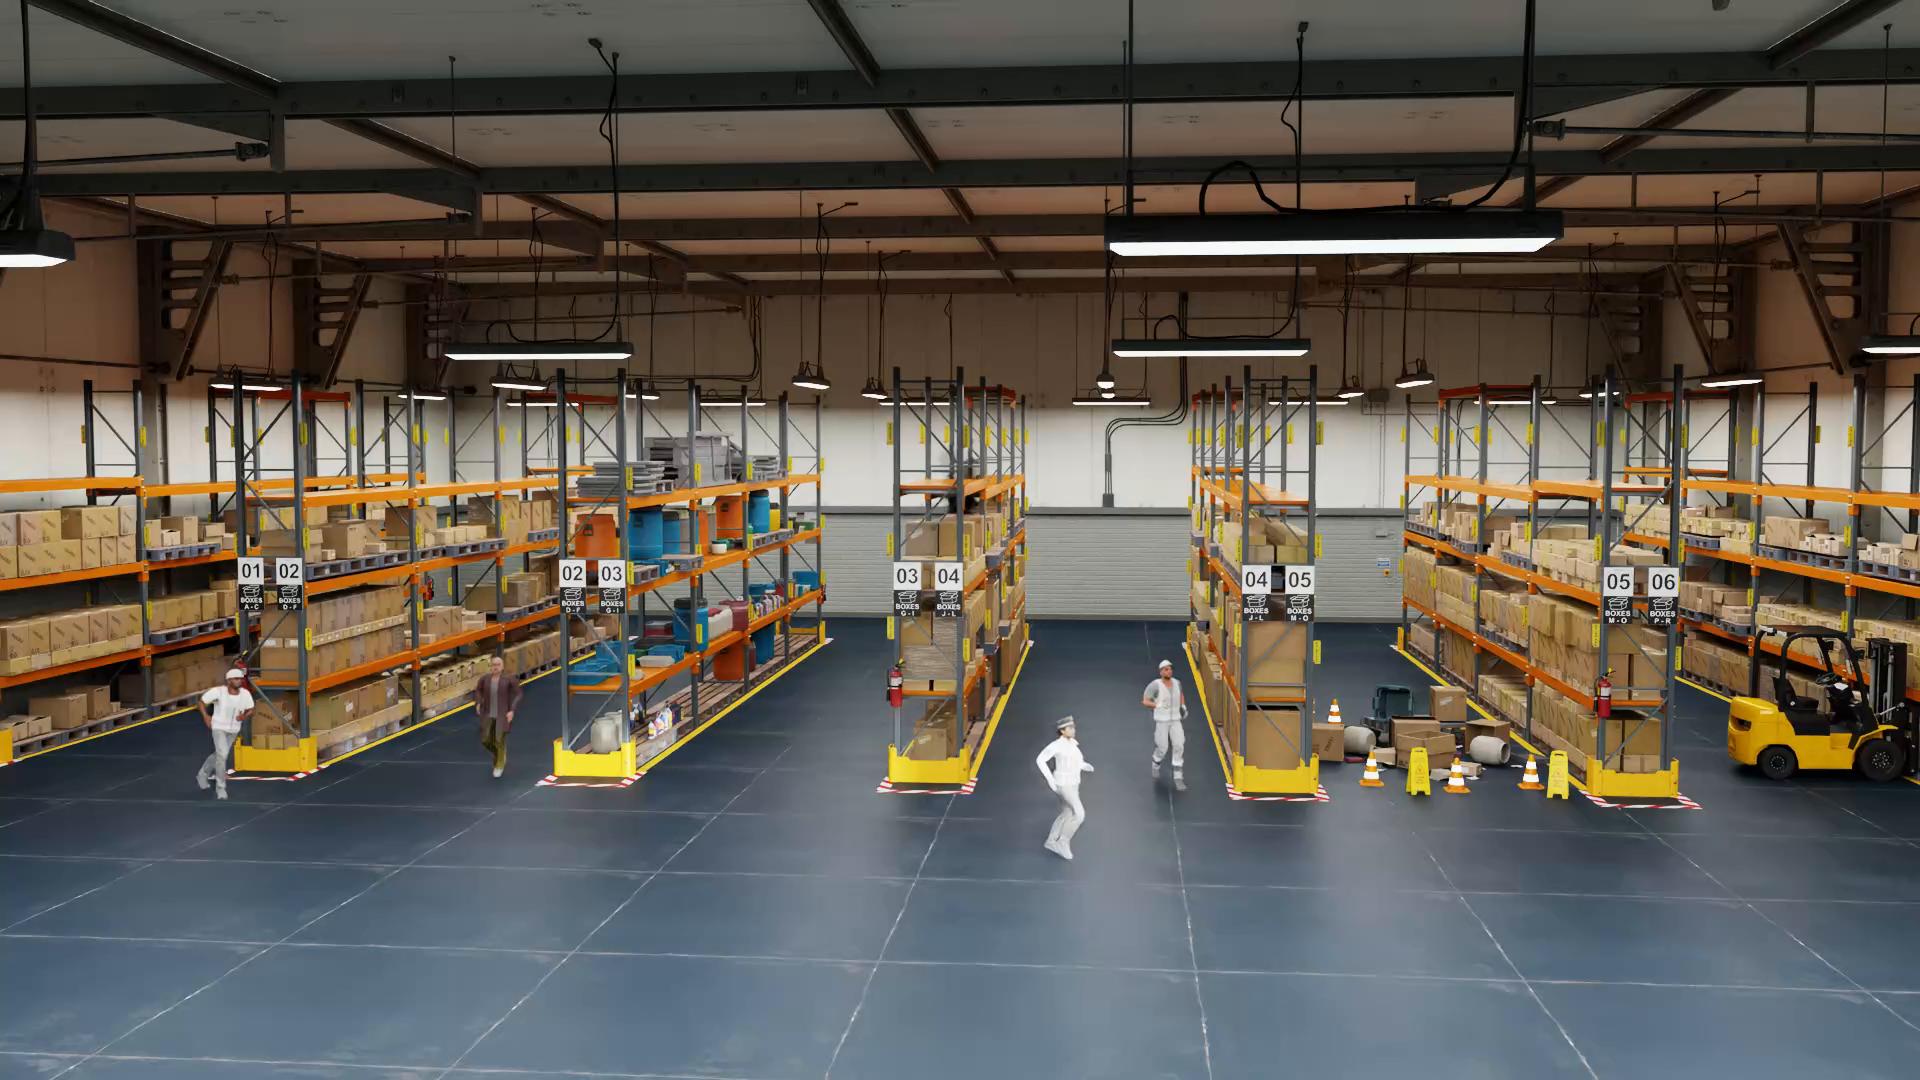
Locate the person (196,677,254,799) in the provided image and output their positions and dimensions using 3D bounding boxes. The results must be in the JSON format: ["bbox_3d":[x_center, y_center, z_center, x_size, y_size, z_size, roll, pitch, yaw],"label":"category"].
[{"bbox_3d":[-10.345,2.706,23.439,0.882,1.738,0.704,3,4,36],"label":"person"}]

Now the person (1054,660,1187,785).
[{"bbox_3d":[2.151,2.687,21.883,3.480,1.692,3.990,-1,4,-18],"label":"person"}]

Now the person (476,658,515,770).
[{"bbox_3d":[-6.865,2.577,24.623,0.704,1.671,0.511,0,4,6],"label":"person"}]

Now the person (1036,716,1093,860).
[{"bbox_3d":[1.280,2.932,19.731,0.685,1.706,0.579,2,4,34],"label":"person"}]
